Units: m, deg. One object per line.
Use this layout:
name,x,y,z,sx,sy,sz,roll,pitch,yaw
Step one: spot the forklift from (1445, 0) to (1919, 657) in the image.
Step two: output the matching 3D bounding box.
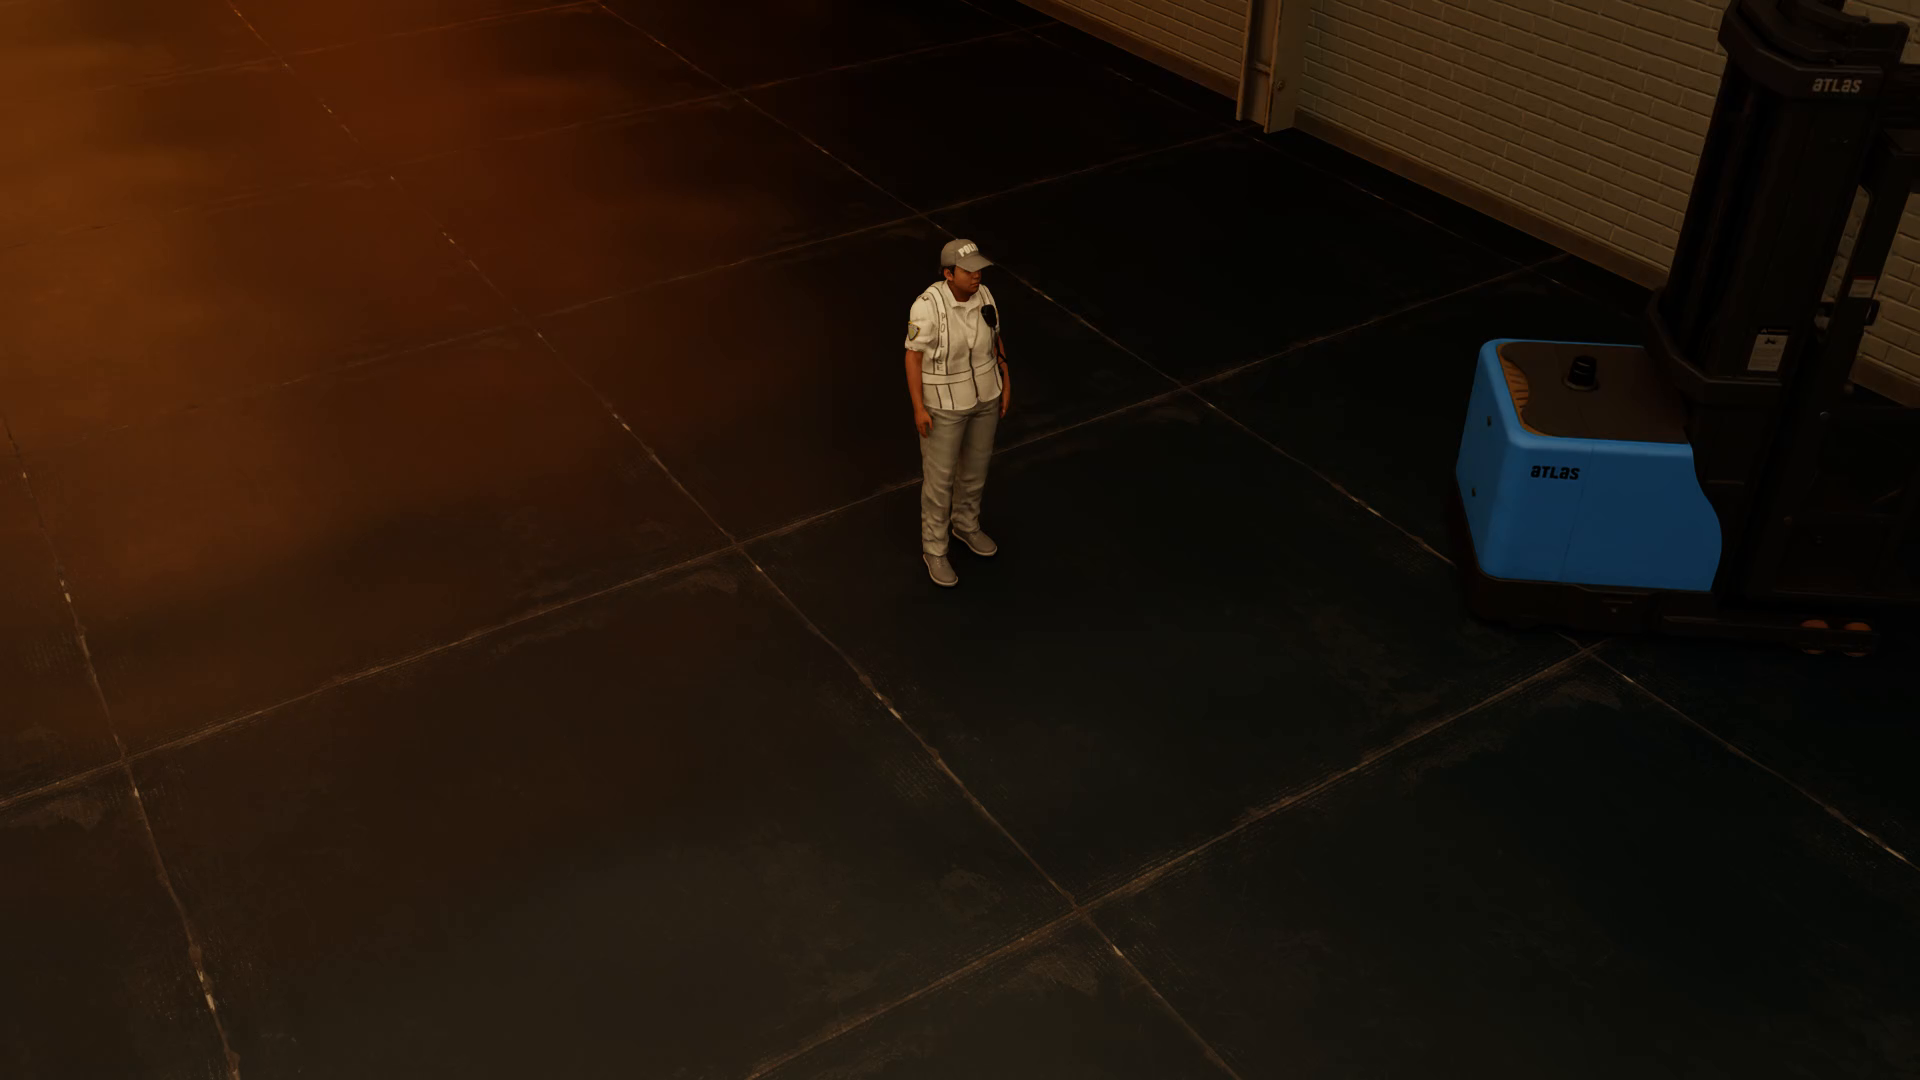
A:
forklift,4.029,-0.966,7.523,3.031,2.935,1.130,4,35,5

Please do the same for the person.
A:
person,0.023,-0.644,8.151,0.599,1.670,0.529,-21,40,-27
